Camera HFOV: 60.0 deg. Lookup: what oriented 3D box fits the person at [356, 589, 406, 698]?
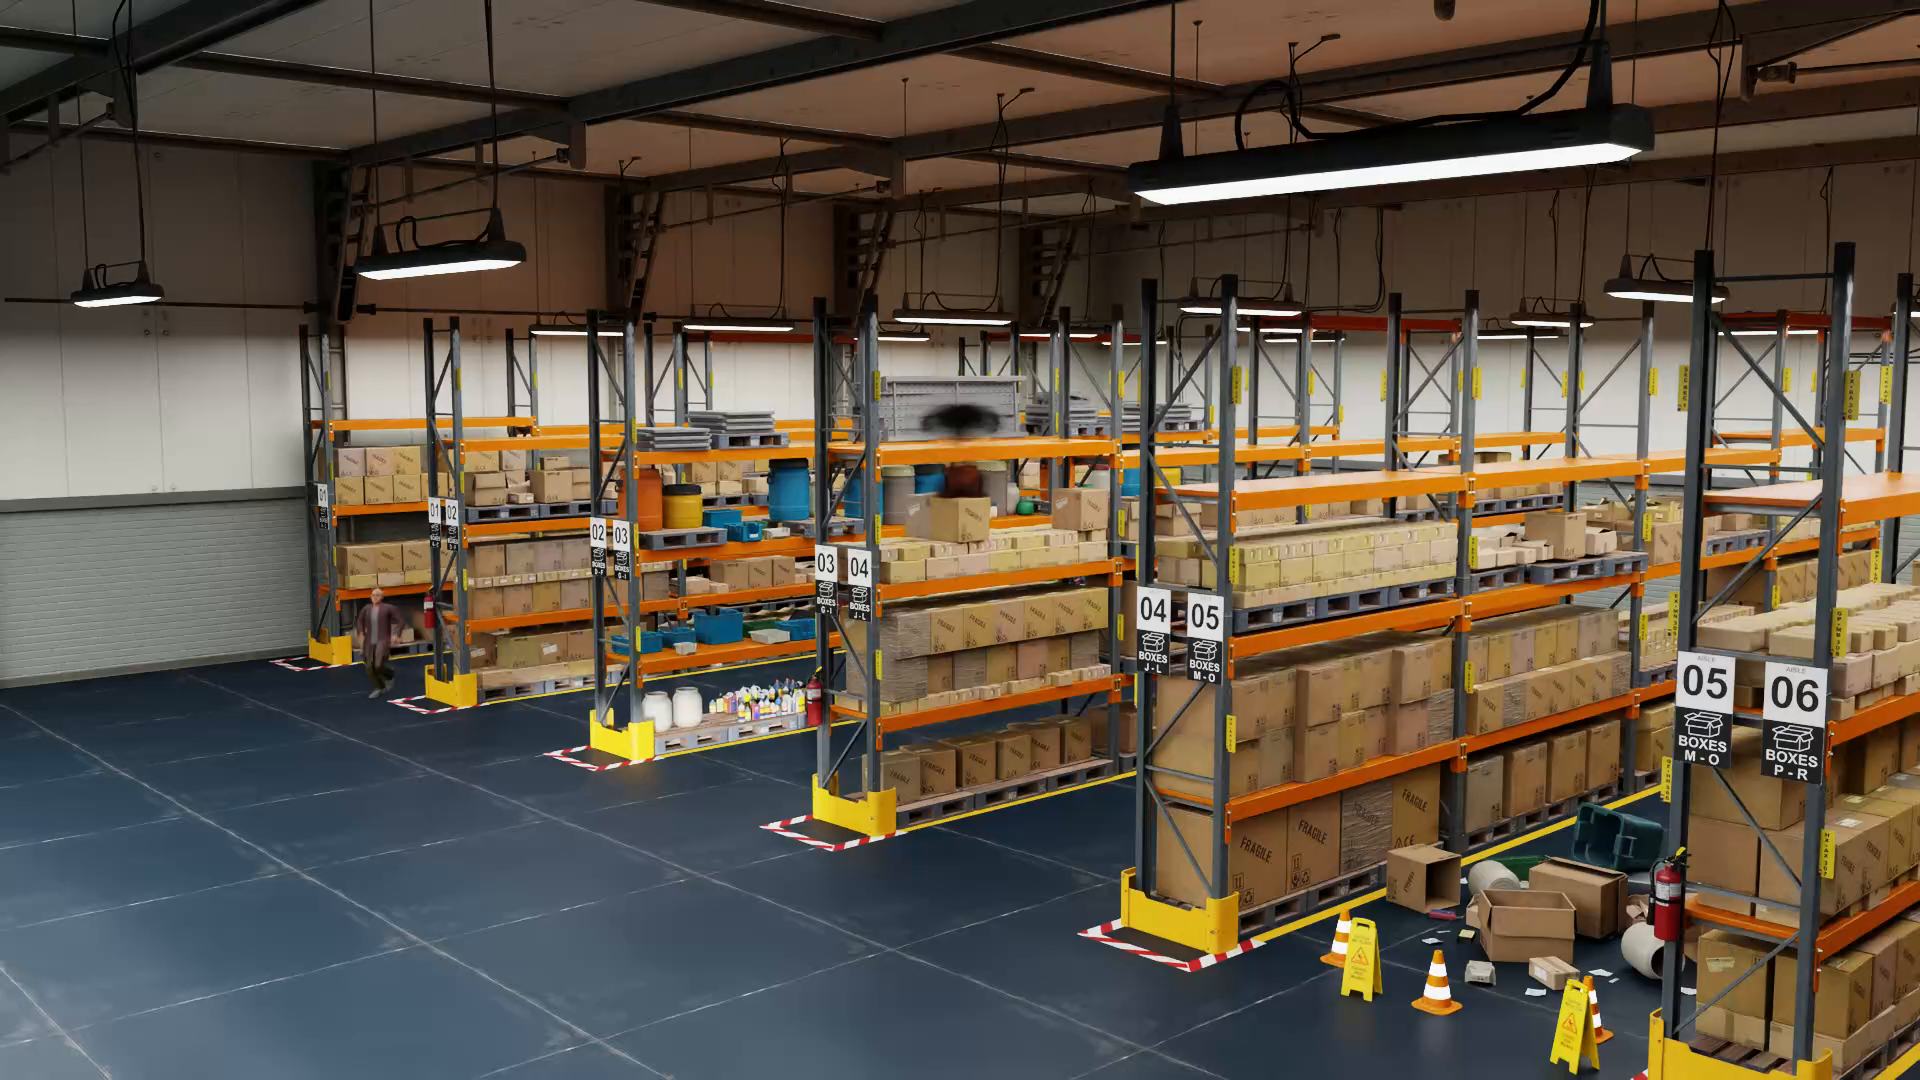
[{"bbox_3d":[-9.262,1.665,26.512,0.753,1.701,0.666,1,6,7],"label":"person"}]
